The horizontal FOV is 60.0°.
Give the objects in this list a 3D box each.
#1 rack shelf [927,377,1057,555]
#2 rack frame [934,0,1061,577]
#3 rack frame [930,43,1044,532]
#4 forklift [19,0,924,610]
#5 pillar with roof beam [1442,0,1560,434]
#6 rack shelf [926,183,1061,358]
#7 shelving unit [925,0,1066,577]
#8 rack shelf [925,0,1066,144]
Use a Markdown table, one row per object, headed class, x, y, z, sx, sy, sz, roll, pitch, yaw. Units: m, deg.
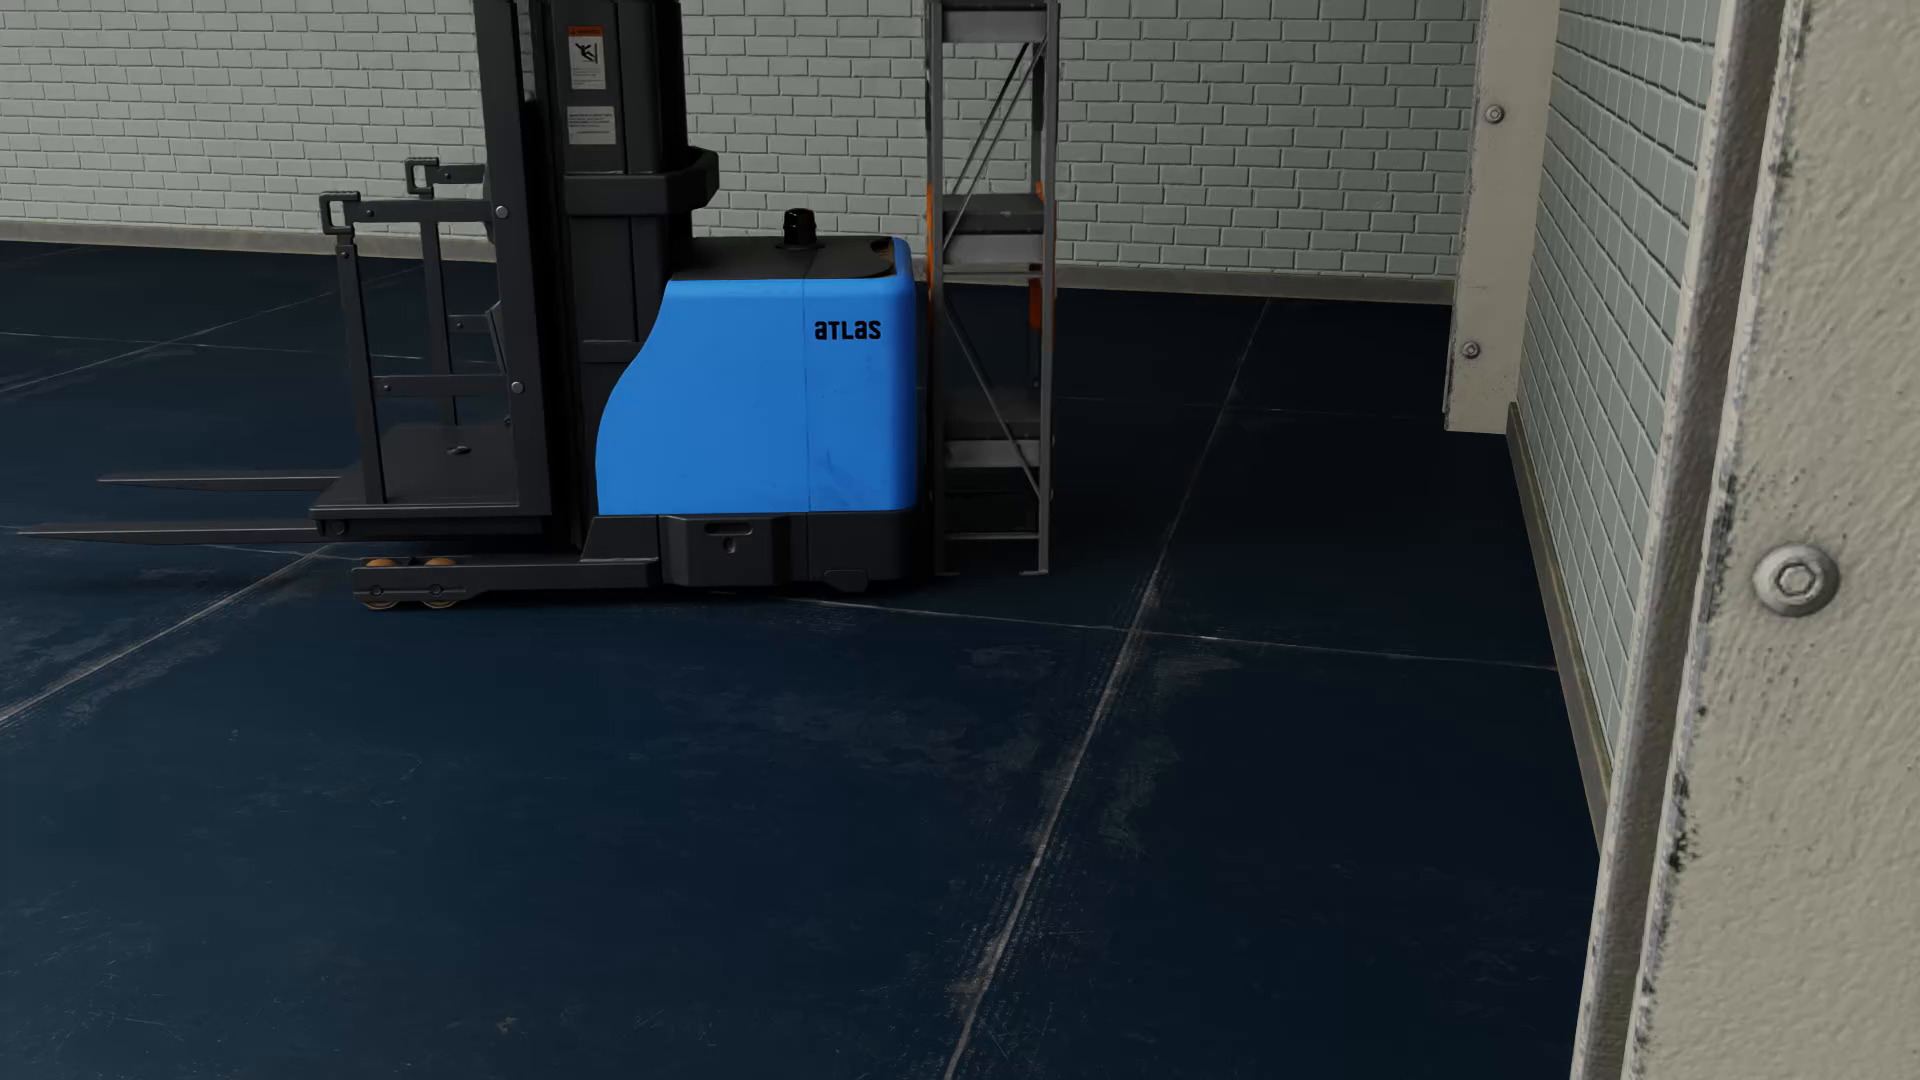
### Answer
| class | x | y | z | sx | sy | sz | roll | pitch | yaw |
| --- | --- | --- | --- | --- | --- | --- | --- | --- | --- |
| rack shelf | 0.106 | -0.274 | 5.948 | 0.431 | 0.518 | 0.480 | -1 | 19 | -3 |
| rack frame | 0.118 | -0.870 | 5.486 | 0.400 | 2.100 | 0.015 | -1 | 19 | -3 |
| rack frame | 0.094 | -1.028 | 5.948 | 0.400 | 2.100 | 0.015 | -1 | 19 | -3 |
| forklift | -1.656 | -1.331 | 5.550 | 3.031 | 2.935 | 1.130 | -1 | 19 | -3 |
| pillar with roof beam | -1.743 | -5.154 | 7.355 | 9.100 | 9.000 | 0.400 | 5 | 19 | 13 |
| rack shelf | 0.106 | -0.936 | 5.721 | 0.431 | 0.518 | 0.480 | -1 | 19 | -3 |
| shelving unit | 0.106 | -0.949 | 5.717 | 0.431 | 2.100 | 0.503 | -1 | 19 | -3 |
| rack shelf | 0.106 | -1.598 | 5.495 | 0.431 | 0.518 | 0.480 | -1 | 19 | -3 |
